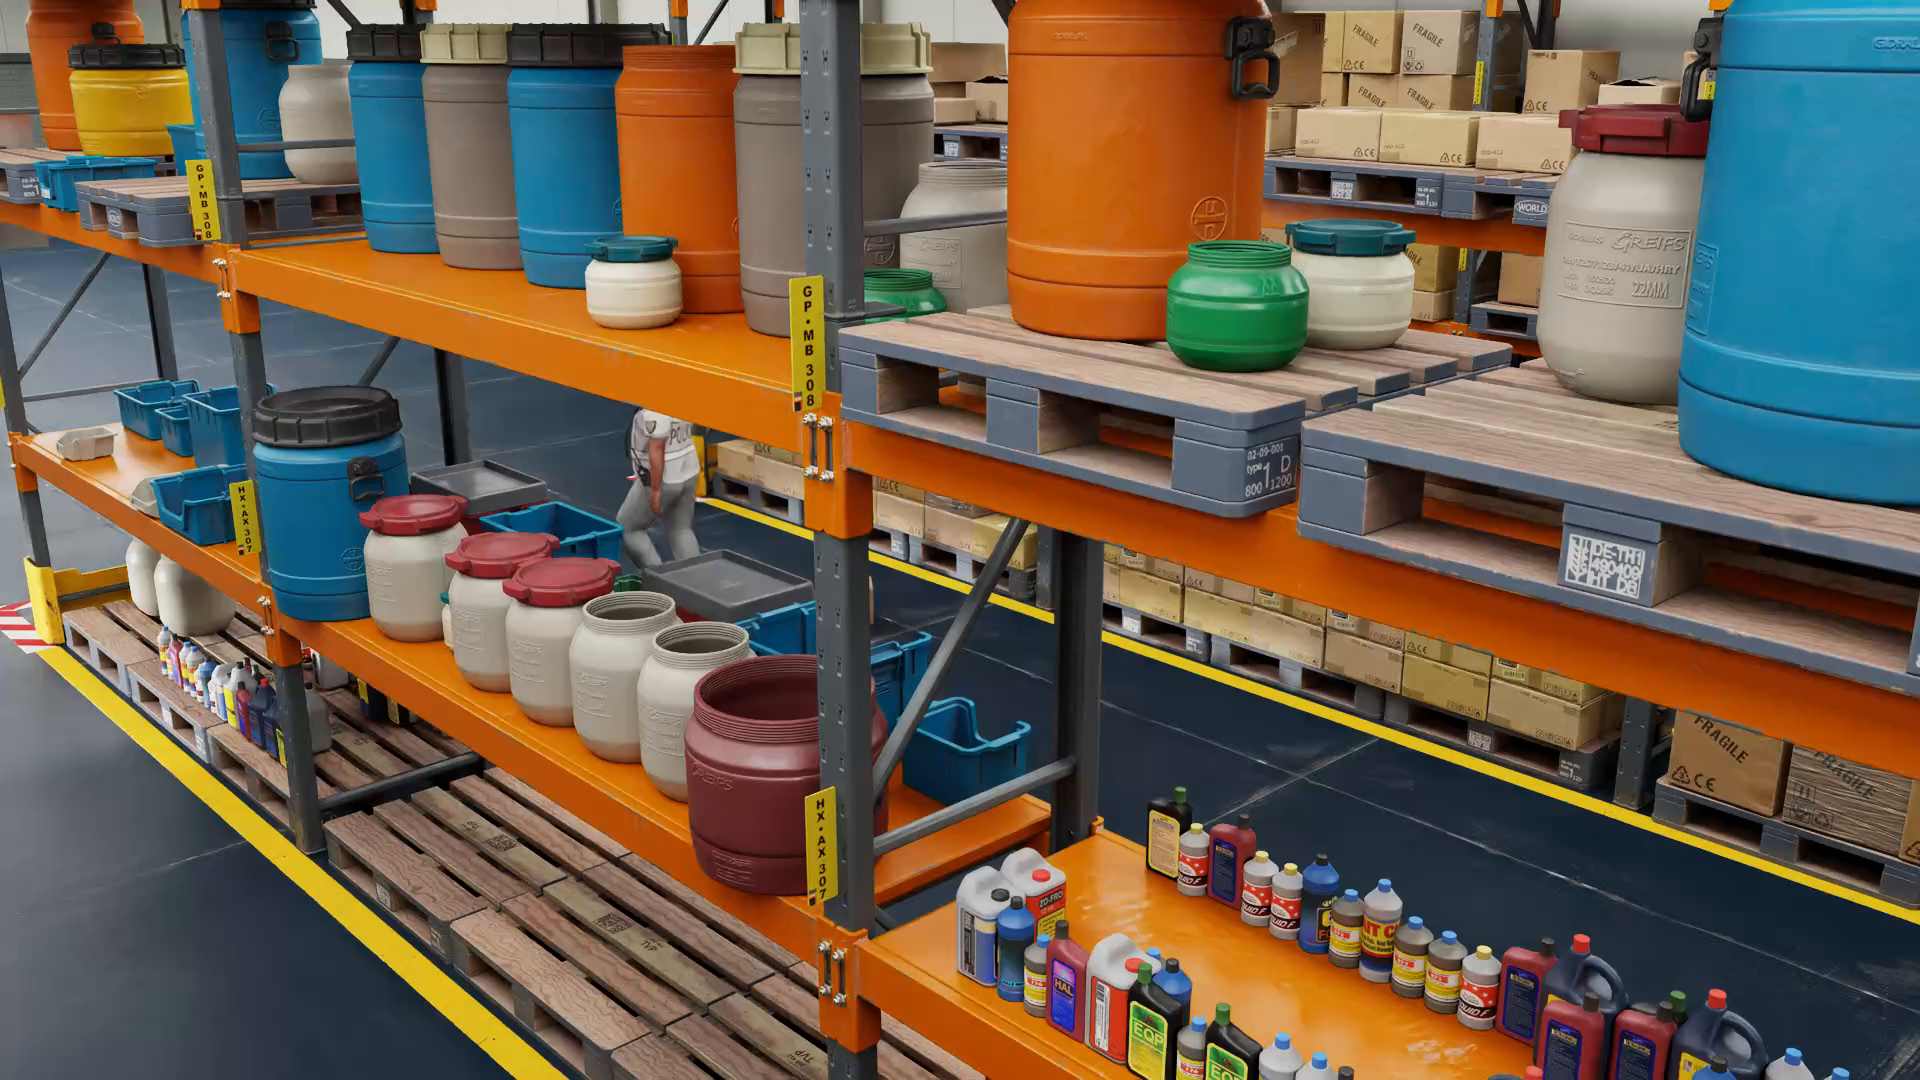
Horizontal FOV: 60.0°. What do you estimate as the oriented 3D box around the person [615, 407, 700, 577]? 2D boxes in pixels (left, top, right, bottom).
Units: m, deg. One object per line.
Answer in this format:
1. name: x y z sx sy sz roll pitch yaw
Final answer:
1. person: -1.939 -0.382 10.767 0.499 1.833 0.565 7 18 20
